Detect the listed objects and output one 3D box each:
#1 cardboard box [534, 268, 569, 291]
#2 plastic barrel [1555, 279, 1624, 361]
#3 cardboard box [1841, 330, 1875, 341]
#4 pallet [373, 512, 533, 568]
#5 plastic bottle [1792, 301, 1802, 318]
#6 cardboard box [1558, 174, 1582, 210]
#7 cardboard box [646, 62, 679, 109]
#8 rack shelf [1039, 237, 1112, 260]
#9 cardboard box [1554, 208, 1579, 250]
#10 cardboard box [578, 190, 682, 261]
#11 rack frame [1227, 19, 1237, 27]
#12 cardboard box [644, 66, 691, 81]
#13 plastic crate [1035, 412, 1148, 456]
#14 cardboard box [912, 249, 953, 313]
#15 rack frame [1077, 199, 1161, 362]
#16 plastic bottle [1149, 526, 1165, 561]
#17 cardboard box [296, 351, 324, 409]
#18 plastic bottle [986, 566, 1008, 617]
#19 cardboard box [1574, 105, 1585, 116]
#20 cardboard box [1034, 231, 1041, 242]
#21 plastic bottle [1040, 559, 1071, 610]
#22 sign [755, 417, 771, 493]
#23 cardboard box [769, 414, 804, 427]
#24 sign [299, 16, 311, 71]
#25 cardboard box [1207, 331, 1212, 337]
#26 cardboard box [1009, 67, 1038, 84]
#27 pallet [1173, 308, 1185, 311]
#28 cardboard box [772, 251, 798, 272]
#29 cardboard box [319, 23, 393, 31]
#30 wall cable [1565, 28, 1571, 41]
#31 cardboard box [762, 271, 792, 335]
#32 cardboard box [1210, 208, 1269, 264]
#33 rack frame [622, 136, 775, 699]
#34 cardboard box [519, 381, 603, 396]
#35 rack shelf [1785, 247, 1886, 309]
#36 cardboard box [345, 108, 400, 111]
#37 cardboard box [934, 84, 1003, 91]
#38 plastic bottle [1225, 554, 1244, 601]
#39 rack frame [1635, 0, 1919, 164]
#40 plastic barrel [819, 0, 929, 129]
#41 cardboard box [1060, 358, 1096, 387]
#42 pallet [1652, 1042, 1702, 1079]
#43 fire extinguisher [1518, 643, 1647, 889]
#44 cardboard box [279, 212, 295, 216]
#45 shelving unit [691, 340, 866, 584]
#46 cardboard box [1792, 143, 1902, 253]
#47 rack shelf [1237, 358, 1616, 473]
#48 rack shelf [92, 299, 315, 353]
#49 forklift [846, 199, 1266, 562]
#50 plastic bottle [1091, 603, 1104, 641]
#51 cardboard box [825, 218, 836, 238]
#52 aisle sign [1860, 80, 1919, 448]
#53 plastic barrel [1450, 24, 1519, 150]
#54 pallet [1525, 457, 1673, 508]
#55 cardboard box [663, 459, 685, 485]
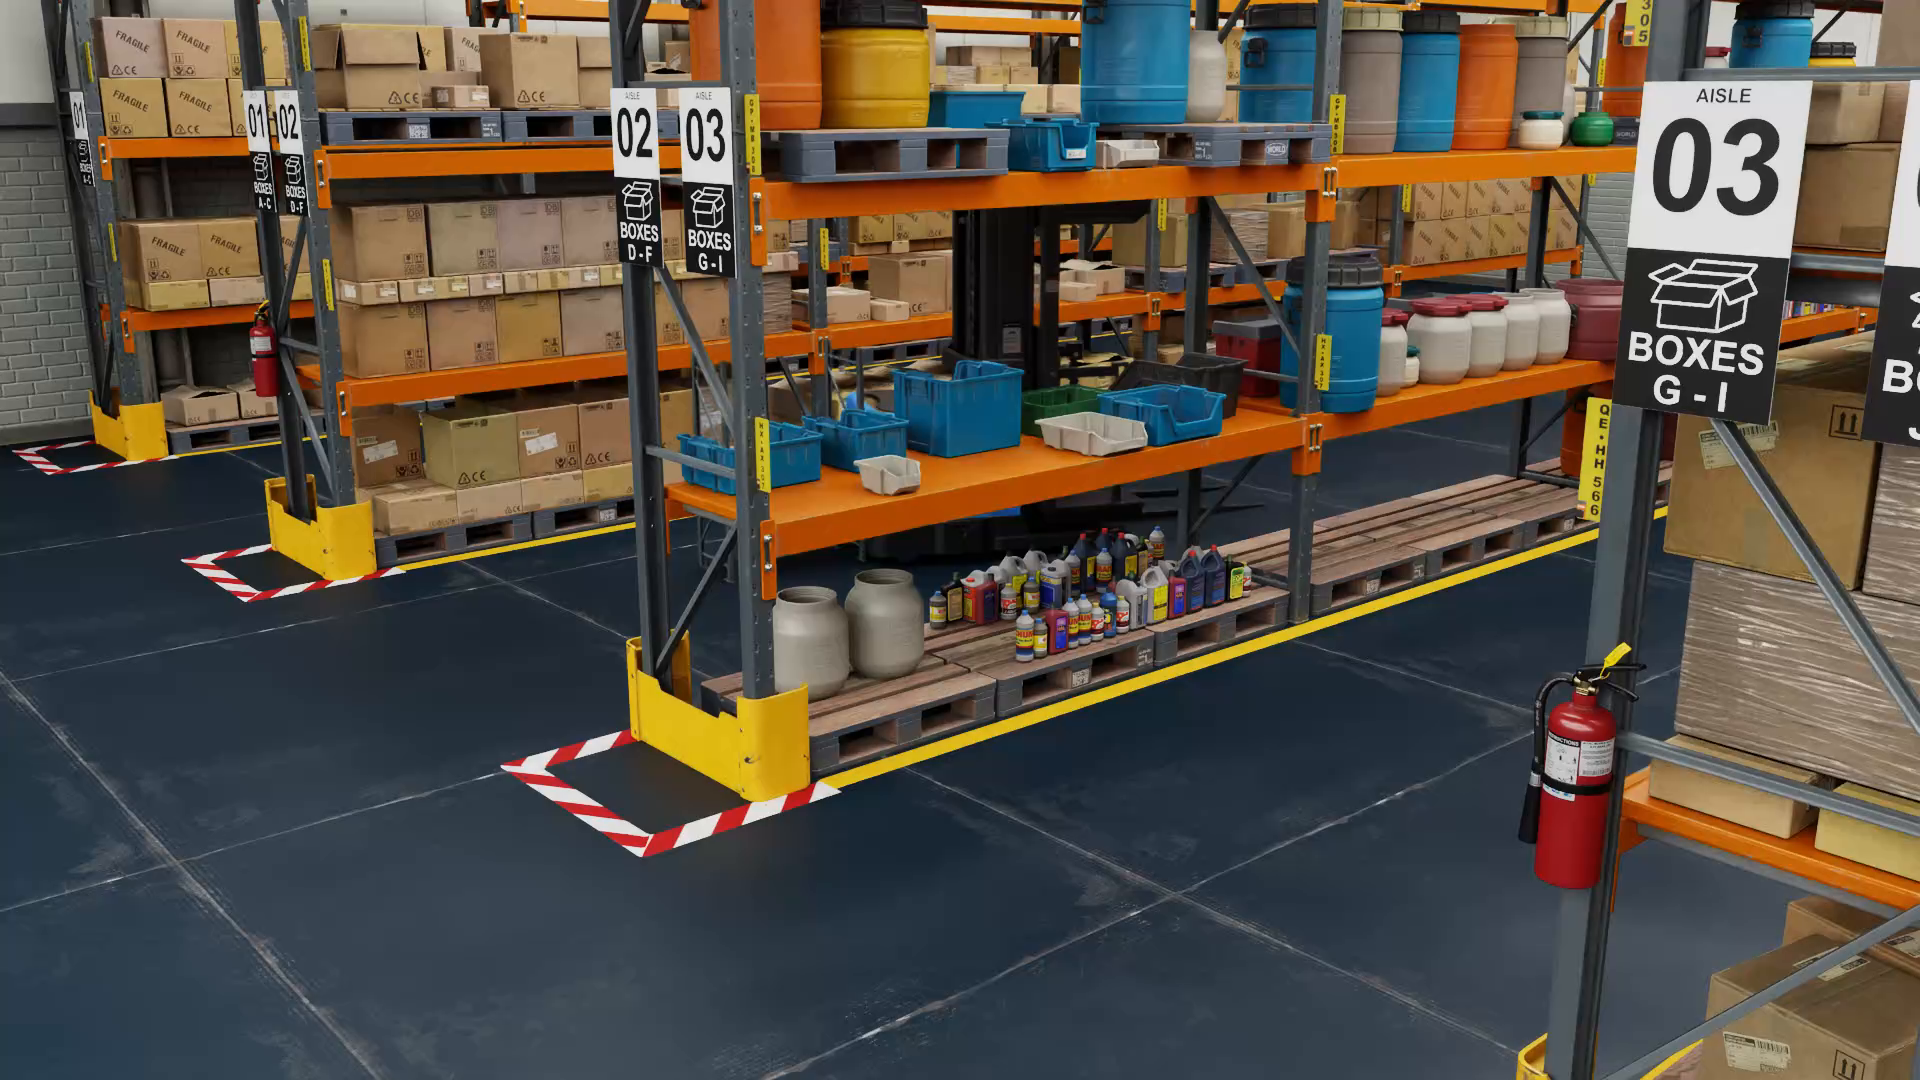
[{"bbox_3d":[-3.065,-1.918,12.168,0.250,0.149,0.380,-13,20,-40],"label":"cardboard box"},{"bbox_3d":[4.660,-1.632,12.283,0.708,0.536,0.600,-13,19,-39],"label":"plastic barrel"},{"bbox_3d":[3.033,-0.371,5.118,0.500,0.500,0.500,-13,19,-39],"label":"cardboard box"},{"bbox_3d":[-3.923,-0.104,12.230,1.213,0.211,1.003,-13,19,-39],"label":"pallet"},{"bbox_3d":[7.211,-2.107,14.420,0.185,0.351,0.144,-13,19,-39],"label":"plastic bottle"},{"bbox_3d":[7.442,-4.426,20.877,0.500,0.500,0.500,-13,20,-40],"label":"cardboard box"},{"bbox_3d":[-3.314,-4.941,18.116,0.500,0.500,0.500,-14,20,-41],"label":"cardboard box"},{"bbox_3d":[2.834,-4.301,23.935,4.000,0.370,1.077,-13,19,-39],"label":"rack shelf"},{"bbox_3d":[7.438,-3.943,21.007,0.500,0.500,0.500,-12,19,-38],"label":"cardboard box"},{"bbox_3d":[-2.544,-2.419,12.787,0.500,0.500,0.700,-13,20,-39],"label":"cardboard box"},{"bbox_3d":[4.343,-7.886,24.336,0.127,3.000,1.000,-13,19,-39],"label":"rack frame"},{"bbox_3d":[-2.415,-3.542,12.974,0.500,0.311,0.500,-14,20,-42],"label":"cardboard box"},{"bbox_3d":[0.735,-0.574,9.099,0.437,0.136,0.530,-13,19,-39],"label":"plastic crate"},{"bbox_3d":[-0.090,-2.340,15.006,0.500,0.500,0.500,-13,19,-39],"label":"cardboard box"},{"bbox_3d":[1.563,-2.669,16.428,0.127,3.000,1.000,-13,19,-39],"label":"rack frame"},{"bbox_3d":[1.266,0.048,10.692,0.097,0.271,0.097,0,15,0],"label":"plastic bottle"},{"bbox_3d":[-6.130,-1.593,16.392,0.500,0.500,0.700,-14,21,-43],"label":"cardboard box"},{"bbox_3d":[0.187,0.297,9.749,0.135,0.276,0.152,-13,20,-41],"label":"plastic bottle"},{"bbox_3d":[7.383,-5.262,20.616,0.500,0.250,0.500,-13,19,-39],"label":"cardboard box"},{"bbox_3d":[0.857,-4.004,21.874,0.250,0.149,0.380,-12,19,-38],"label":"cardboard box"},{"bbox_3d":[0.566,0.262,9.883,0.135,0.276,0.152,-13,19,-39],"label":"plastic bottle"},{"bbox_3d":[-0.866,-0.374,7.303,0.005,0.325,0.100,-13,19,-39],"label":"sign"},{"bbox_3d":[-1.332,-0.992,14.667,0.500,0.250,0.500,-13,20,-40],"label":"cardboard box"},{"bbox_3d":[-4.113,-3.114,10.436,0.005,0.325,0.100,-13,19,-39],"label":"sign"},{"bbox_3d":[2.505,-1.965,17.786,0.500,0.500,0.500,-14,20,-41],"label":"cardboard box"},{"bbox_3d":[0.590,-5.892,21.639,0.500,0.500,0.700,-14,20,-42],"label":"cardboard box"},{"bbox_3d":[2.871,-3.284,24.136,1.213,0.211,1.003,-13,19,-39],"label":"pallet"},{"bbox_3d":[-1.519,-2.265,13.466,0.250,0.149,0.380,-13,20,-39],"label":"cardboard box"},{"bbox_3d":[-5.703,-4.622,15.759,0.500,0.500,0.500,-14,20,-41],"label":"cardboard box"},{"bbox_3d":[8.844,-7.274,28.063,0.112,2.526,3.097,-13,19,-39],"label":"wall cable"},{"bbox_3d":[-1.786,-1.963,13.593,0.500,0.500,0.700,-13,20,-41],"label":"cardboard box"},{"bbox_3d":[2.779,-3.166,17.284,0.500,0.500,0.700,-9,17,-29],"label":"cardboard box"},{"bbox_3d":[-1.224,-0.349,7.742,0.127,3.000,1.000,-13,19,-39],"label":"rack frame"},{"bbox_3d":[-3.140,-0.956,13.077,0.500,0.500,0.500,-13,19,-39],"label":"cardboard box"},{"bbox_3d":[3.536,-0.825,5.107,4.000,0.370,1.077,-13,19,-39],"label":"rack shelf"},{"bbox_3d":[-5.711,-4.144,15.906,0.500,0.500,0.500,-14,20,-41],"label":"cardboard box"},{"bbox_3d":[0.028,-3.883,14.638,0.500,0.250,0.500,14,20,42],"label":"cardboard box"},{"bbox_3d":[1.647,0.219,10.027,0.133,0.283,0.061,-11,19,-37],"label":"plastic bottle"},{"bbox_3d":[2.028,-2.283,3.358,0.127,3.000,1.000,-13,19,-39],"label":"rack frame"},{"bbox_3d":[-0.447,-2.309,8.092,0.600,0.588,0.600,0,15,0],"label":"plastic barrel"},{"bbox_3d":[0.941,-1.588,15.811,0.500,0.311,0.500,-13,20,-40],"label":"cardboard box"},{"bbox_3d":[2.721,1.819,5.030,1.213,0.211,1.003,-13,19,-39],"label":"pallet"},{"bbox_3d":[1.639,0.583,4.406,0.183,0.674,0.296,-13,19,-39],"label":"fire extinguisher"},{"bbox_3d":[-6.358,-2.955,16.299,0.500,0.500,0.500,-12,19,-39],"label":"cardboard box"},{"bbox_3d":[-1.235,-0.559,11.436,1.048,1.500,0.538,-9,18,-32],"label":"shelving unit"},{"bbox_3d":[2.225,-0.892,4.256,0.500,0.250,0.500,-12,19,-38],"label":"cardboard box"},{"bbox_3d":[3.303,-1.017,11.640,4.000,0.370,1.077,-13,19,-39],"label":"rack shelf"},{"bbox_3d":[-6.218,-2.268,16.324,4.000,0.370,1.077,-13,19,-39],"label":"rack shelf"},{"bbox_3d":[0.733,-1.448,11.992,3.031,2.935,1.130,-4,15,-14],"label":"forklift"},{"bbox_3d":[0.757,0.453,9.313,0.097,0.201,0.097,0,15,0],"label":"plastic bottle"},{"bbox_3d":[-1.509,-3.965,20.474,0.500,0.500,0.500,-12,19,-39],"label":"cardboard box"},{"bbox_3d":[2.178,-0.571,3.539,0.004,0.787,0.394,-13,19,-39],"label":"aisle sign"},{"bbox_3d":[3.556,-3.153,11.596,0.708,0.830,0.600,-13,19,-39],"label":"plastic barrel"},{"bbox_3d":[5.379,-0.498,13.706,1.213,0.211,1.003,-13,19,-39],"label":"pallet"},{"bbox_3d":[-2.412,-0.574,13.101,0.500,0.250,0.500,-13,19,-39],"label":"cardboard box"}]
